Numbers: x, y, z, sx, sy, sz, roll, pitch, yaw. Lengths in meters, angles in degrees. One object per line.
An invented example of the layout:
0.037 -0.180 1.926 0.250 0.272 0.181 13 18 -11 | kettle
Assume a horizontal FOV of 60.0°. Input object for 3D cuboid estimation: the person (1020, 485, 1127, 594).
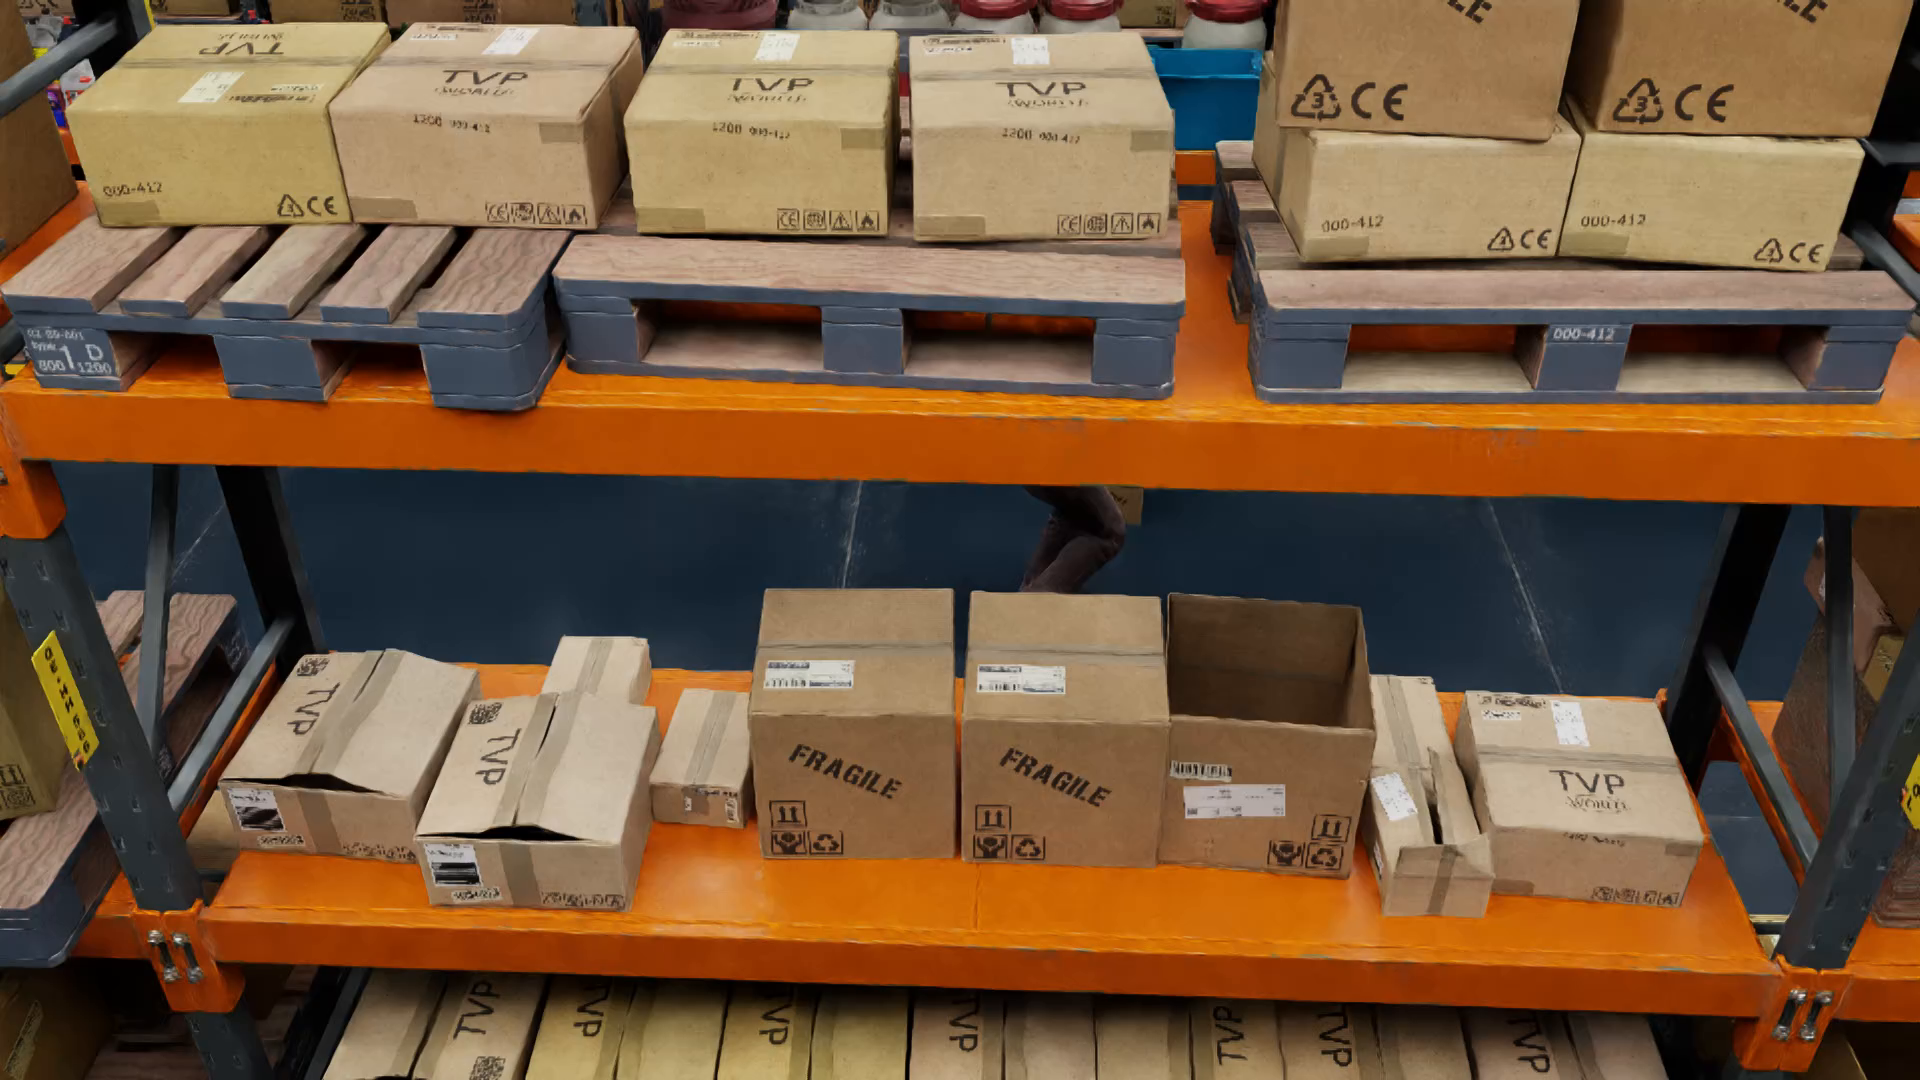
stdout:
0.411 -0.374 6.725 0.493 1.689 0.710 -6 36 -8 | person
